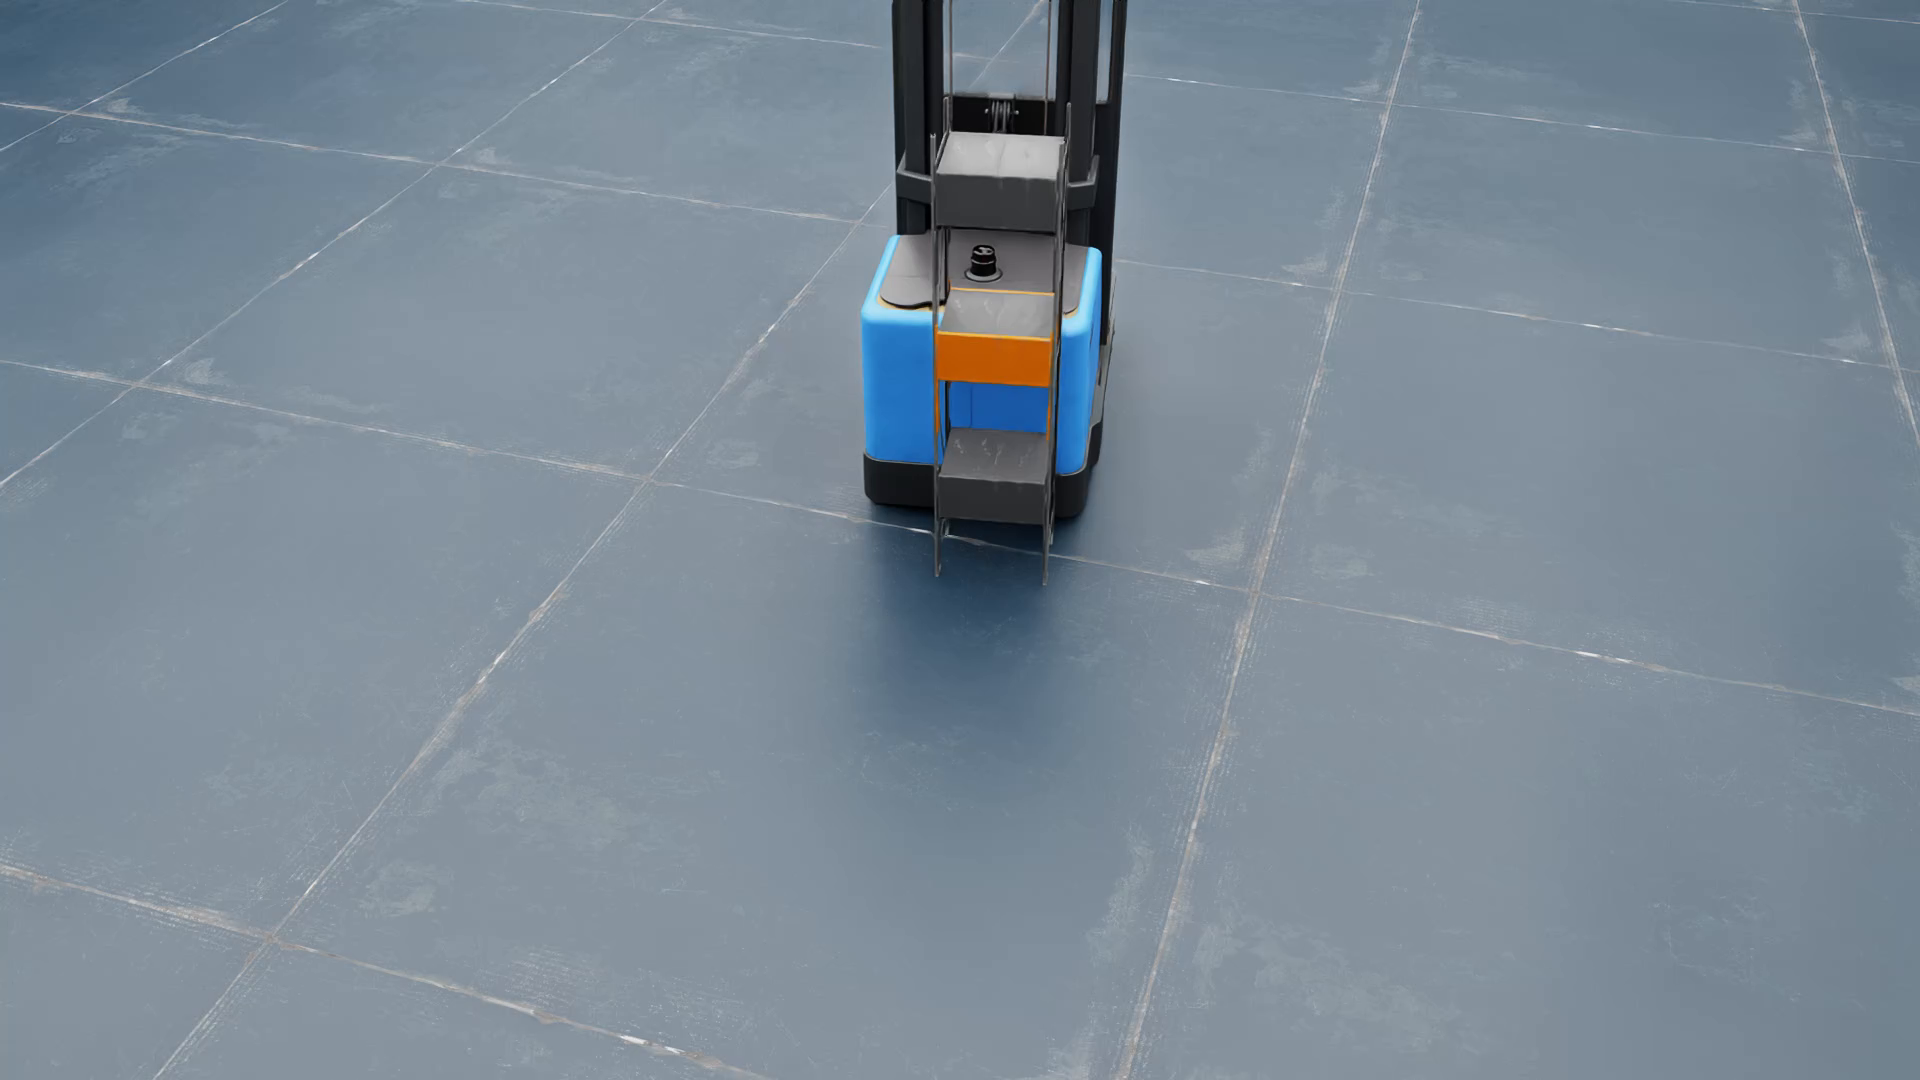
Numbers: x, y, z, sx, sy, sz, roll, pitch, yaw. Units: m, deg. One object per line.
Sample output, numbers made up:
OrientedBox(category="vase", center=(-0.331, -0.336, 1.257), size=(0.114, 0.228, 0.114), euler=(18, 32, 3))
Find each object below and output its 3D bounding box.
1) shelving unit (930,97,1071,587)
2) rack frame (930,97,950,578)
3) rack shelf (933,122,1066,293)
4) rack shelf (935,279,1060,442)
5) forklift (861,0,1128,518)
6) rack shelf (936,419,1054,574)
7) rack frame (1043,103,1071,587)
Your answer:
OrientedBox(category="shelving unit", center=(0.162, -0.773, 7.028), size=(0.503, 2.100, 0.431), euler=(4, 37, 6))
OrientedBox(category="rack frame", center=(-0.080, -0.791, 7.053), size=(0.015, 2.100, 0.400), euler=(4, 37, 6))
OrientedBox(category="rack shelf", center=(0.163, -1.325, 6.621), size=(0.480, 0.518, 0.431), euler=(4, 37, 6))
OrientedBox(category="rack shelf", center=(0.162, -0.762, 7.036), size=(0.480, 0.518, 0.431), euler=(4, 37, 6))
OrientedBox(category="forklift", center=(0.261, -2.150, 8.198), size=(1.130, 2.935, 3.031), euler=(5, 37, 6))
OrientedBox(category="rack shelf", center=(0.162, -0.198, 7.451), size=(0.480, 0.518, 0.431), euler=(4, 37, 6))
OrientedBox(category="rack frame", center=(0.404, -0.754, 7.003), size=(0.015, 2.100, 0.400), euler=(4, 37, 6))
